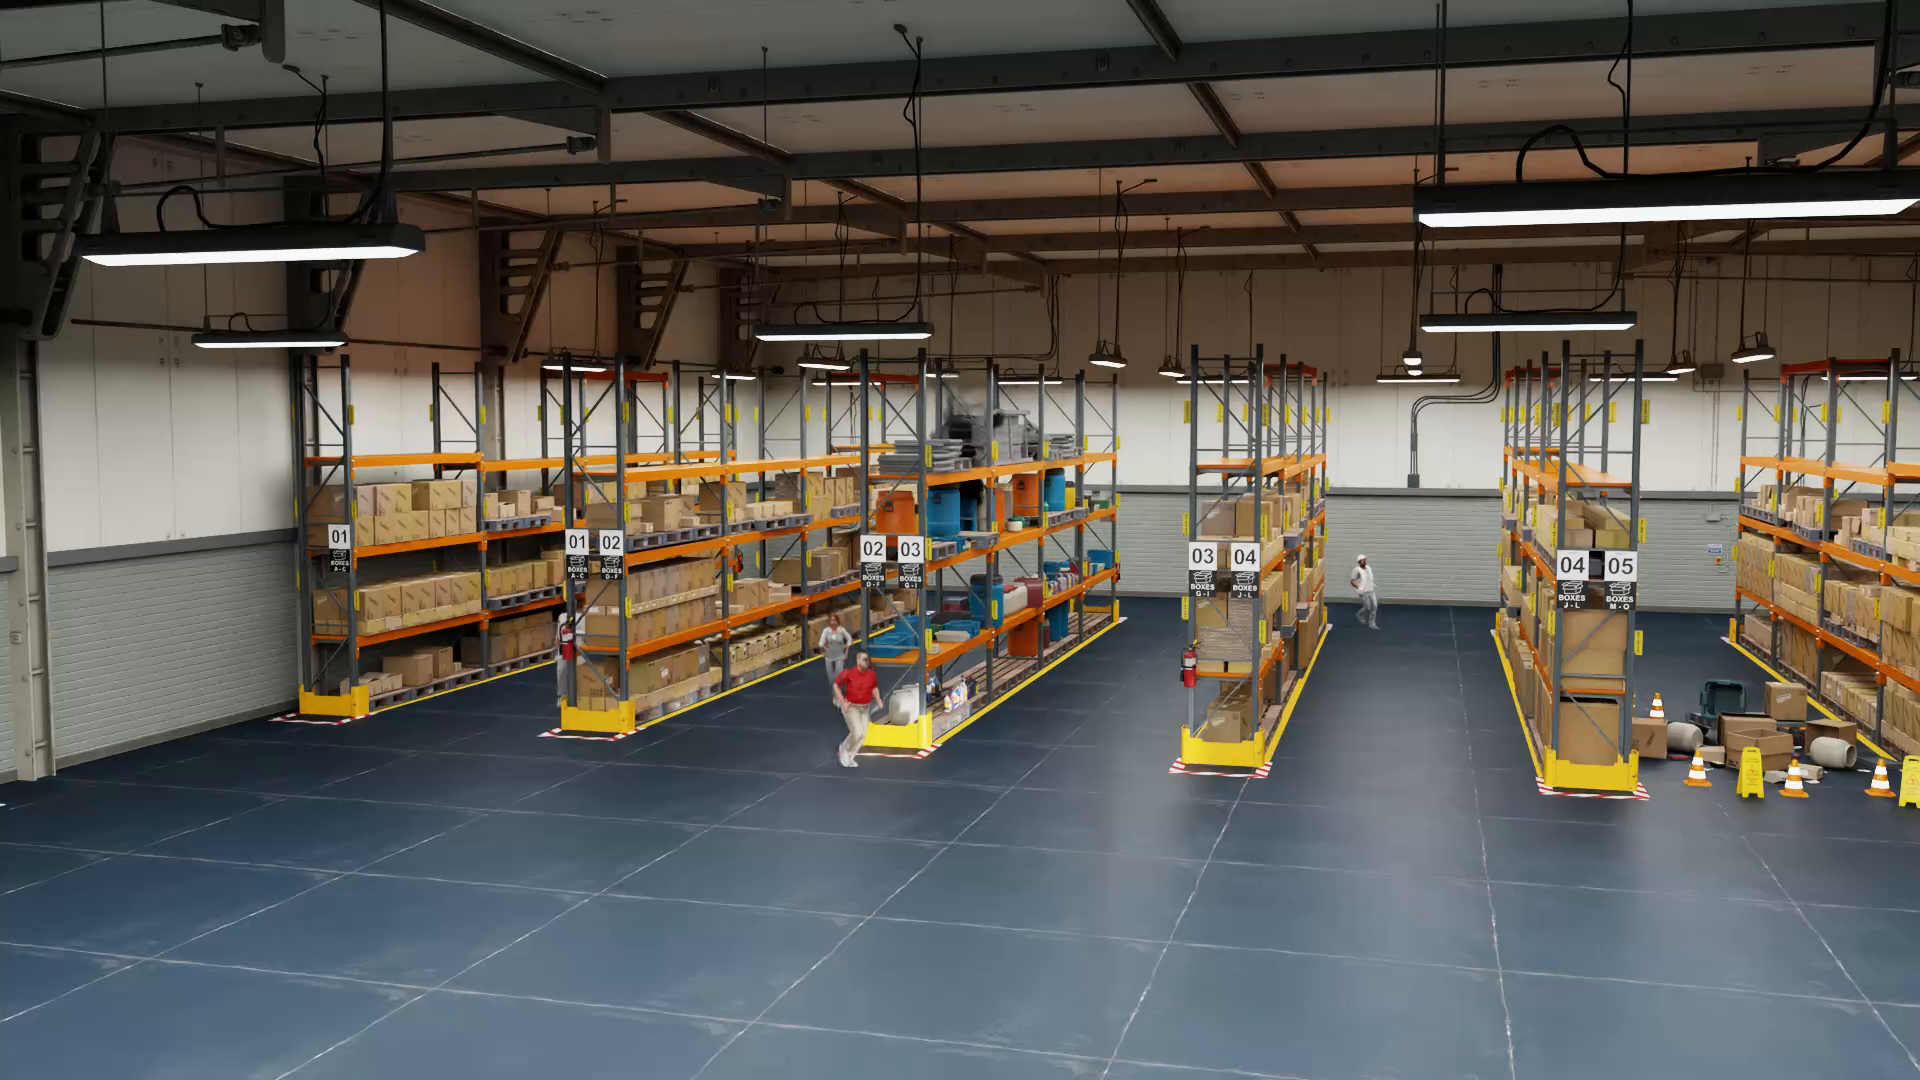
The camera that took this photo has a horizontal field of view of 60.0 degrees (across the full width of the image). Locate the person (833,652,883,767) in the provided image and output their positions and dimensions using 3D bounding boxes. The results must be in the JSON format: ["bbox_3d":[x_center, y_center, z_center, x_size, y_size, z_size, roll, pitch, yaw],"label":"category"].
[{"bbox_3d":[-1.427,2.410,23.610,0.670,1.663,0.653,-3,5,-38],"label":"person"}]

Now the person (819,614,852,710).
[{"bbox_3d":[-2.112,2.039,27.965,0.525,1.607,0.678,0,4,6],"label":"person"}]

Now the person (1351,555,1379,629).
[{"bbox_3d":[9.517,1.218,39.088,0.721,1.754,0.659,-3,5,-31],"label":"person"}]

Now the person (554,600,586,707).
[{"bbox_3d":[-6.748,1.936,28.912,0.677,1.836,0.908,1,4,9],"label":"person"}]
